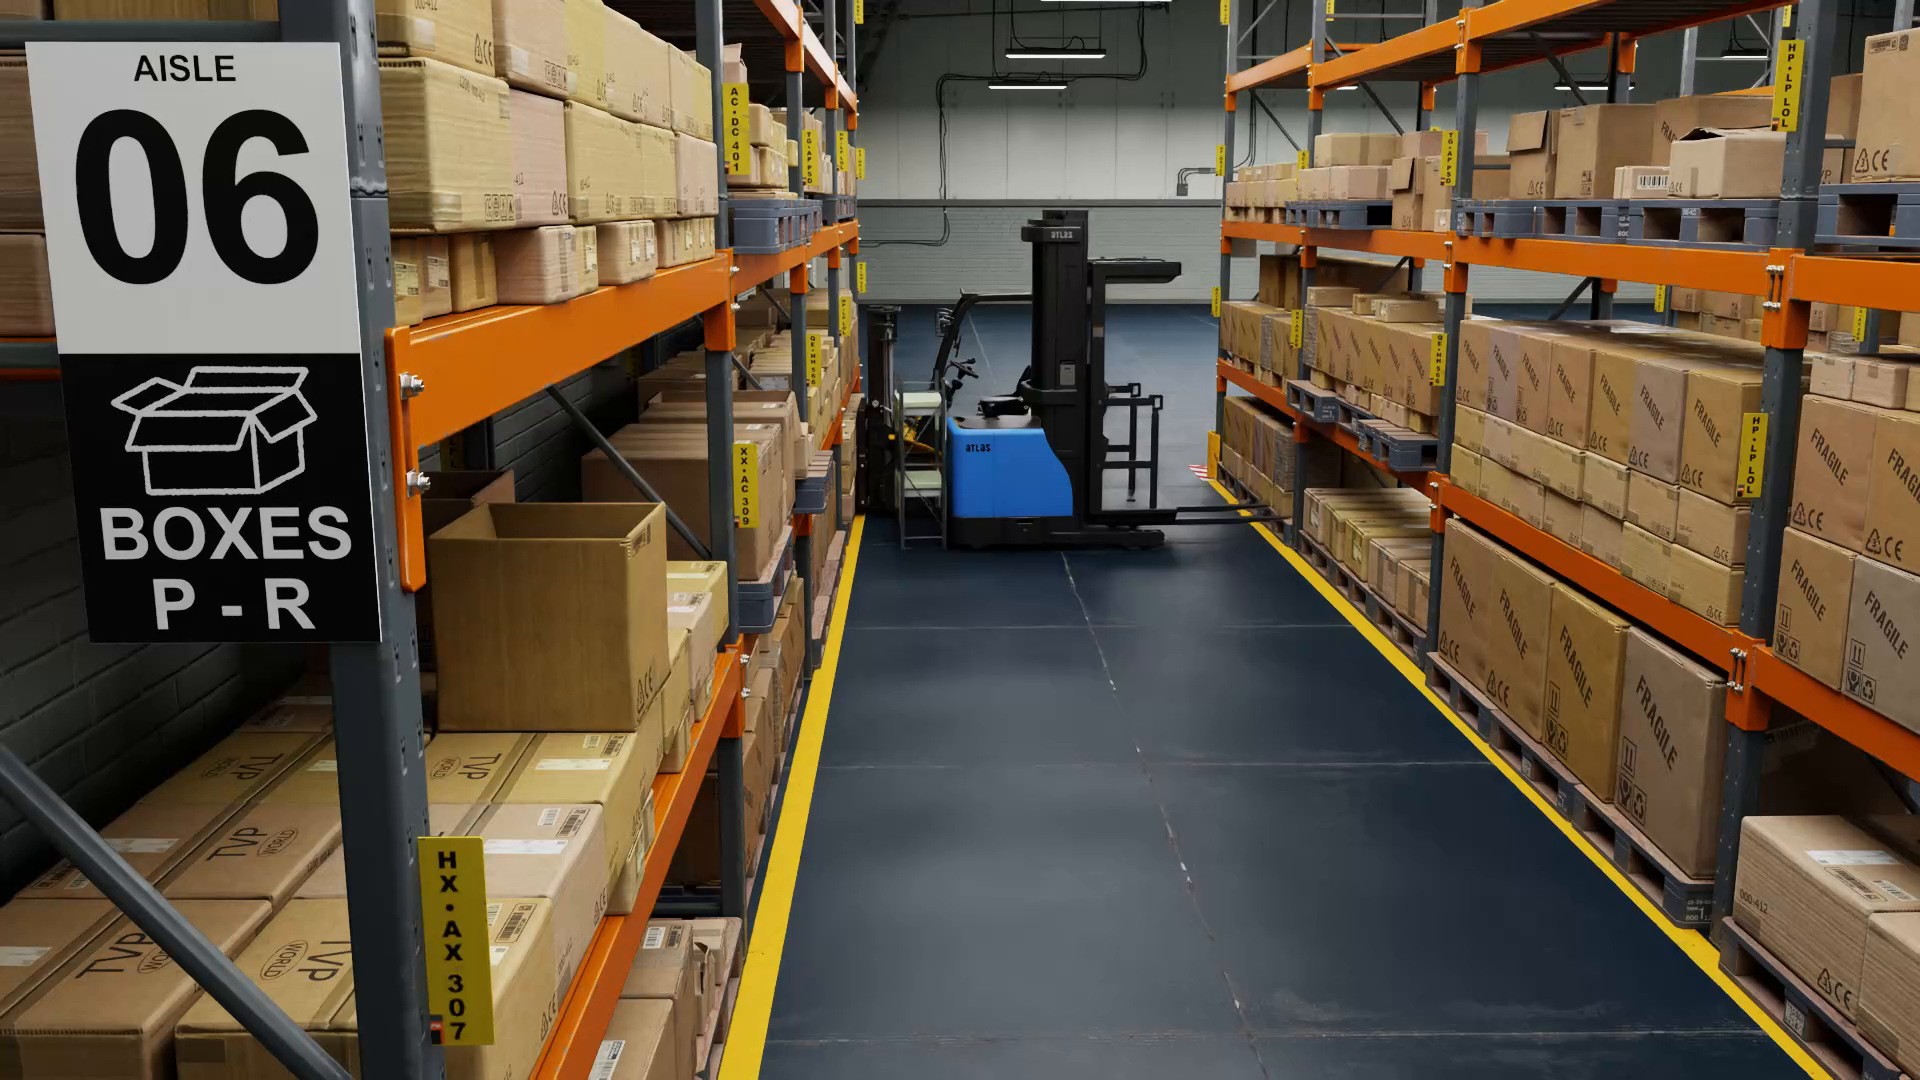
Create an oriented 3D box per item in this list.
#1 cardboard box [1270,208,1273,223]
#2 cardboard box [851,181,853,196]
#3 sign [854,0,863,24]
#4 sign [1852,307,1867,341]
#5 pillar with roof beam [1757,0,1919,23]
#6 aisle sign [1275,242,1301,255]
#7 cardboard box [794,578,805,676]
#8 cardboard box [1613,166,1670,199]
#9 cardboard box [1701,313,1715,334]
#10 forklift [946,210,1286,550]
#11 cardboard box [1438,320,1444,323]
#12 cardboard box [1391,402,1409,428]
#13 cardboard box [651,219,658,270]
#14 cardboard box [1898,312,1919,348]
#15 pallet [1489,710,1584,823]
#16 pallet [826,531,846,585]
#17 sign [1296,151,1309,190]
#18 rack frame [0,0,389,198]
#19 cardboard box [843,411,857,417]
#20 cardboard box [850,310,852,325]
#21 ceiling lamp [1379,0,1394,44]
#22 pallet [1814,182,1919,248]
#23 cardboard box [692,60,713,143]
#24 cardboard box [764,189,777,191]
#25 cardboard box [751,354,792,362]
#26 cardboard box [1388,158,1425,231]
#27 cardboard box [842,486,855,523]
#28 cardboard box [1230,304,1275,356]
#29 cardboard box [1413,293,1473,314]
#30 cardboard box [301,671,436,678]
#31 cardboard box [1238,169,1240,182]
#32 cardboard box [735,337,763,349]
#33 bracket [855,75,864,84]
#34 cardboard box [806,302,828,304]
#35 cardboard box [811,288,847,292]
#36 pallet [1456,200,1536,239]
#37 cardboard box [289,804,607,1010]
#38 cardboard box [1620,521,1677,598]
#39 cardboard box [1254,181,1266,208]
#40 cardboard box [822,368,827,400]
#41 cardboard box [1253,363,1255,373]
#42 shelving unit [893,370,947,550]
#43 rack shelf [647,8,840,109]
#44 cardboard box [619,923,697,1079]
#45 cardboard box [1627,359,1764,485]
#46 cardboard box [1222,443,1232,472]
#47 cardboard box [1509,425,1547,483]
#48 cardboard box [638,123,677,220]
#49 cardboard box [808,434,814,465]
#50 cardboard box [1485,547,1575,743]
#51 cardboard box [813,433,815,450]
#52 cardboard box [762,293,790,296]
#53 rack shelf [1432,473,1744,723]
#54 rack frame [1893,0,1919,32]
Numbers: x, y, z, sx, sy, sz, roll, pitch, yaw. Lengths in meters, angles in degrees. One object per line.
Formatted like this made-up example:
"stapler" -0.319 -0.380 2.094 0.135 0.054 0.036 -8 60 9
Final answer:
"cardboard box" 3.184 -3.107 15.918 0.380 0.149 0.250 0 11 -2
"cardboard box" -1.292 -3.603 17.056 0.380 0.149 0.250 -1 11 -3
"sign" -1.070 -5.601 17.486 0.100 0.325 0.005 0 11 -1
"sign" 7.824 -1.892 14.464 0.100 0.325 0.005 0 11 -1
"pillar with roof beam" 24.070 -11.038 46.835 9.100 9.000 0.548 0 11 -1
"aisle sign" 3.638 -3.474 18.099 0.394 0.787 0.004 0 11 -1
"cardboard box" -1.224 0.528 10.145 0.500 0.500 0.500 0 11 0
"cardboard box" 3.408 -1.737 8.066 0.380 0.166 0.250 1 11 4
"cardboard box" 8.383 -2.117 17.574 0.875 0.550 0.550 0 11 -1
"forklift" 1.391 -1.455 14.857 3.031 2.935 1.130 -1 12 -5
"cardboard box" 3.701 -1.296 11.847 0.500 0.500 0.500 0 11 0
"cardboard box" 3.145 -0.846 11.259 0.380 0.149 0.250 0 11 -2
"cardboard box" -1.087 -0.852 4.802 0.380 0.149 0.250 0 11 1
"cardboard box" 8.395 -1.872 13.975 0.700 0.500 0.500 0 11 -2
"pallet" 3.478 1.170 8.763 1.003 0.211 1.213 0 11 -1
"pallet" -1.476 0.143 13.823 1.003 0.211 1.213 0 11 -1
"sign" 2.890 -3.111 14.003 0.100 0.325 0.005 0 11 -1
"rack frame" -1.282 -1.925 1.913 1.000 3.000 0.127 0 11 -1
"cardboard box" -1.252 -1.121 16.383 0.500 0.250 0.500 0 11 -2
"cardboard box" -1.275 -2.209 16.522 0.380 0.149 0.250 0 11 -1
"ceiling lamp" 9.285 -11.258 33.237 2.000 3.185 0.800 0 11 -1
"pallet" 3.604 -1.065 5.441 1.003 0.211 1.213 0 11 -1
"cardboard box" -1.114 -1.468 5.576 0.500 0.250 0.500 0 11 -1
"cardboard box" -1.185 -1.944 8.927 0.380 0.149 0.250 0 11 -1
"cardboard box" -1.251 -1.212 11.606 0.380 0.149 0.250 0 11 -1
"cardboard box" 3.455 -2.420 11.637 0.797 0.503 0.637 0 11 -1
"cardboard box" -1.209 -0.326 14.979 0.500 0.250 0.500 0 11 -1
"cardboard box" 3.096 -2.183 17.274 0.500 0.500 0.500 0 11 1
"cardboard box" 3.724 -1.827 12.835 0.380 0.149 0.250 -1 11 -4
"cardboard box" -1.599 0.450 4.926 0.500 0.250 0.500 0 11 0
"cardboard box" 3.153 -3.852 17.586 0.380 0.149 0.250 0 11 -2
"cardboard box" -1.754 -1.512 13.085 0.380 0.149 0.250 0 11 -2
"bracket" -2.756 -12.610 45.527 0.235 0.232 0.430 0 11 -1
"cardboard box" -1.253 -2.101 15.240 0.380 0.149 0.250 0 11 0
"cardboard box" -1.395 -2.607 17.736 0.380 0.149 0.250 0 11 -1
"pallet" 3.581 -1.846 9.543 1.213 0.211 1.003 0 11 1
"cardboard box" -1.033 0.752 3.439 0.500 0.250 0.500 0 11 -1
"cardboard box" 3.327 0.083 7.481 0.500 0.250 0.500 0 11 -2
"cardboard box" 3.121 -3.323 15.978 0.500 0.250 0.500 0 11 0
"cardboard box" -1.250 -1.141 12.257 0.500 0.250 0.500 0 11 0
"cardboard box" 3.157 -1.737 16.710 0.380 0.149 0.250 0 11 1
"shelving unit" -0.360 -0.729 14.880 0.431 1.500 0.755 -1 12 -5
"rack shelf" -1.489 -3.364 11.822 1.077 0.370 4.000 0 11 -1
"cardboard box" -1.201 1.536 5.173 0.700 0.500 0.500 -1 11 -3
"cardboard box" 3.319 -0.530 7.363 0.500 0.500 0.500 0 11 0
"cardboard box" 3.090 -0.883 17.726 0.500 0.250 0.500 0 11 -2
"cardboard box" 3.286 -0.464 8.921 0.500 0.250 0.500 0 11 -1
"cardboard box" -1.084 -1.022 4.637 0.500 0.250 0.500 0 11 0
"cardboard box" -1.051 -0.528 9.695 0.380 0.149 0.250 0 11 0
"cardboard box" 3.460 0.555 9.069 0.875 0.875 0.875 0 11 0
"cardboard box" -1.213 -0.590 10.802 0.500 0.250 0.500 0 11 -1
"cardboard box" -1.808 -2.404 16.733 0.380 0.149 0.250 0 11 1
"rack shelf" 3.556 0.154 8.564 1.077 0.370 4.000 0 11 -1
"rack frame" 8.379 -4.372 13.974 1.000 3.000 0.127 0 11 -1
